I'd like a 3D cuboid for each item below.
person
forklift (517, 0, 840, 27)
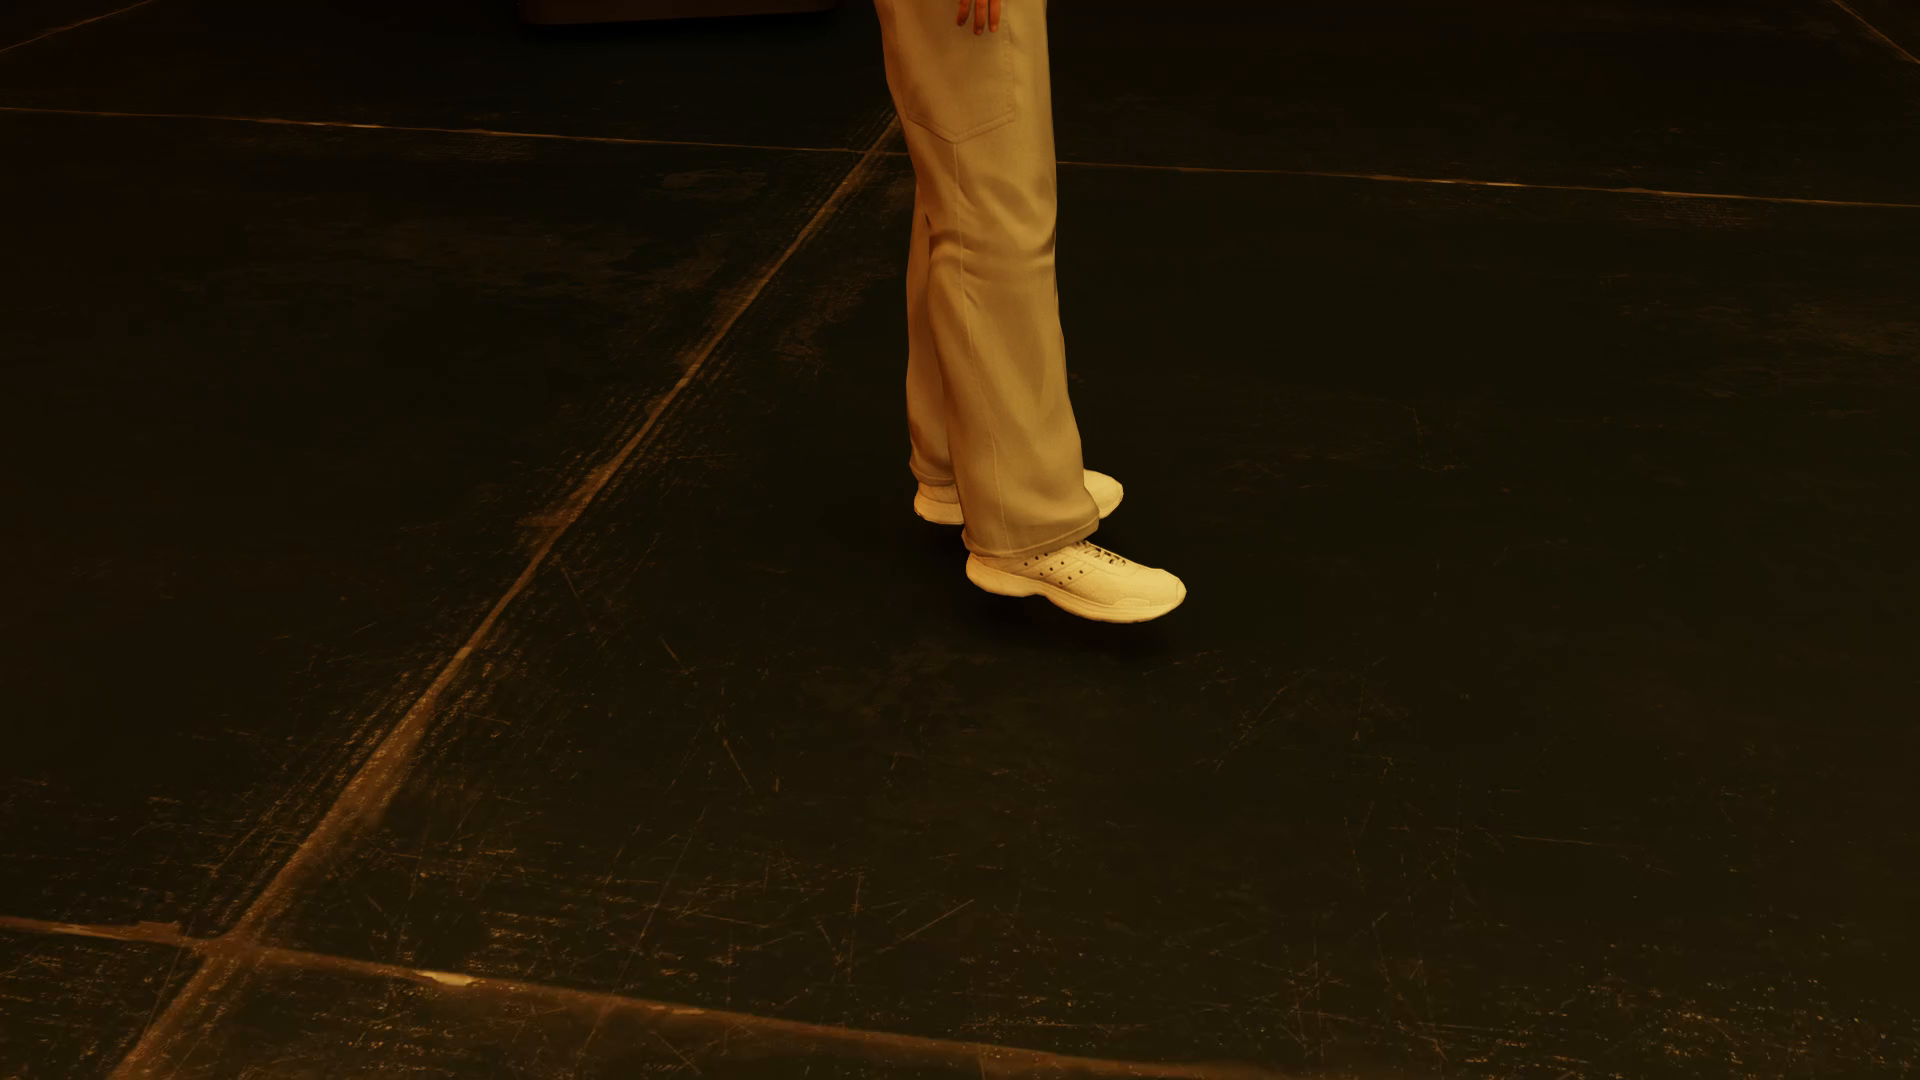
[{"bbox_3d":[0.070,-0.762,2.047,0.549,1.675,0.549,5,29,9],"label":"person"},{"bbox_3d":[-1.258,-3.627,6.020,1.130,2.935,3.031,-7,30,-12],"label":"forklift"}]
